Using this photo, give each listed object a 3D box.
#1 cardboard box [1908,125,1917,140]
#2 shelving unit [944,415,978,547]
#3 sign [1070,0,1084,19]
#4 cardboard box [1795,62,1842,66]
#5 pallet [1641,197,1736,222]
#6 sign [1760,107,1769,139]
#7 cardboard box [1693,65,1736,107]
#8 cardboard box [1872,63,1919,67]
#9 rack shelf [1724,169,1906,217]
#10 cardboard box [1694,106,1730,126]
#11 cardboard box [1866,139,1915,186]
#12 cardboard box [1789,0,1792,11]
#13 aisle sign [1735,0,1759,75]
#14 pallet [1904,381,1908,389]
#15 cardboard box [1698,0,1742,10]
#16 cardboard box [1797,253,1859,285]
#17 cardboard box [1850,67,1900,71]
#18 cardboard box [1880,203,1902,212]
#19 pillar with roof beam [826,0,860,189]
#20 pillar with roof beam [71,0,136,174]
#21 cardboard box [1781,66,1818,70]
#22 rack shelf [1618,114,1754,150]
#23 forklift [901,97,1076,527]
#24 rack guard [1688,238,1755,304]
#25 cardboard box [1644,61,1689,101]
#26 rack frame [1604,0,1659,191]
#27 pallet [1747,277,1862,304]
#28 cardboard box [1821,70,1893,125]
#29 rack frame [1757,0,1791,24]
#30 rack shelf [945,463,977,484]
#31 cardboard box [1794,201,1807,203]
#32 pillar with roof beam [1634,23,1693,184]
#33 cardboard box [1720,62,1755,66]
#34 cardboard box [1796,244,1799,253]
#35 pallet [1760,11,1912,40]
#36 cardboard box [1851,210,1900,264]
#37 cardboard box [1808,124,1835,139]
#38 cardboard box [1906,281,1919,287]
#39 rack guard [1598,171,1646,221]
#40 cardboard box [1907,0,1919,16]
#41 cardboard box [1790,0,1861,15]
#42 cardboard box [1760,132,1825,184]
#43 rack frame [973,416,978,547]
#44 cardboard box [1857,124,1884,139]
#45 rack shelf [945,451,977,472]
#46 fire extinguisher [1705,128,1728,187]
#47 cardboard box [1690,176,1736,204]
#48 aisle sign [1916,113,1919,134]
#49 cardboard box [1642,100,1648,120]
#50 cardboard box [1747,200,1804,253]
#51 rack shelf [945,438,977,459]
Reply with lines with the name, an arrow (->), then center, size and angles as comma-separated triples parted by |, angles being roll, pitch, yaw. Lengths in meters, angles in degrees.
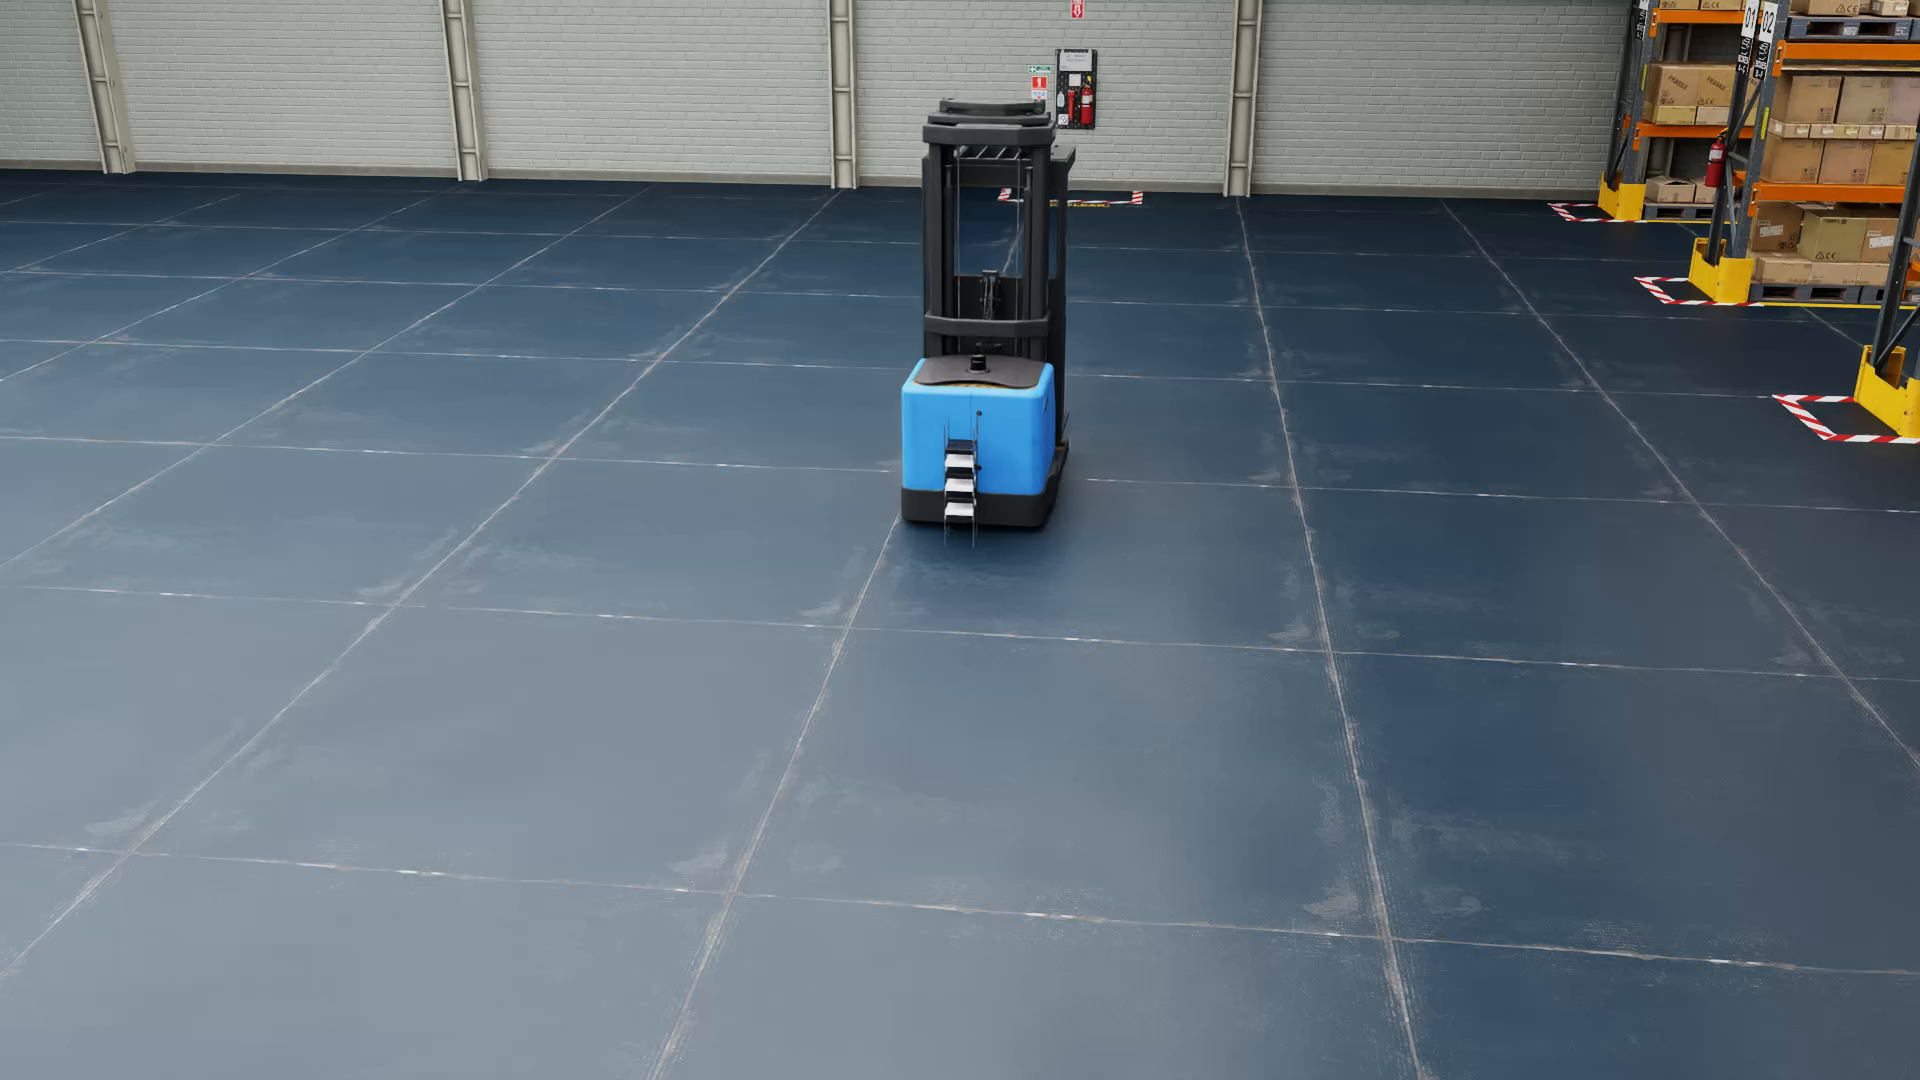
cardboard box -> 10.407, -4.462, 18.128 | 0.250, 0.149, 0.380 | 2, 22, 6
shelving unit -> 0.008, -0.418, 11.773 | 0.210, 0.900, 0.258 | 2, 22, 6
sign -> 1.735, -7.854, 24.573 | 0.199, 0.298, 0.001 | 2, 22, 6
cardboard box -> 11.865, -6.332, 23.034 | 0.500, 0.500, 0.500 | 3, 22, 8
pallet -> 10.220, -4.725, 23.604 | 1.213, 0.211, 1.003 | 2, 22, 6
sign -> 8.692, -4.501, 17.961 | 0.005, 0.325, 0.100 | 2, 22, 6
cardboard box -> 10.271, -6.206, 22.714 | 0.500, 0.500, 0.500 | 3, 22, 6
cardboard box -> 12.872, -6.285, 22.914 | 0.500, 0.500, 0.500 | 2, 22, 5
rack shelf -> 10.749, -3.843, 18.560 | 4.000, 0.370, 1.077 | 2, 22, 6
cardboard box -> 10.307, -5.858, 22.855 | 0.500, 0.250, 0.500 | 2, 22, 5
cardboard box -> 10.240, -4.241, 18.452 | 0.500, 0.500, 0.700 | 3, 22, 7
cardboard box -> 11.225, -7.345, 22.197 | 0.500, 0.500, 0.500 | 4, 22, 10
aisle sign -> 8.732, -5.583, 18.447 | 0.004, 0.787, 0.394 | 2, 22, 6
pallet -> 9.064, -1.136, 14.526 | 1.213, 0.211, 1.003 | 2, 22, 6
cardboard box -> 10.174, -7.382, 22.289 | 0.500, 0.500, 0.500 | 4, 22, 10
cardboard box -> 9.766, -3.056, 18.759 | 0.500, 0.250, 0.500 | 2, 22, 6
cardboard box -> 12.312, -6.115, 22.485 | 0.500, 0.500, 0.500 | 2, 22, 6
cardboard box -> 10.822, -3.555, 19.001 | 0.500, 0.500, 0.500 | 2, 22, 6
pillar with roof beam -> -2.284, -8.096, 20.178 | 0.400, 9.000, 9.100 | 2, 22, 6
pillar with roof beam -> -14.201, -8.615, 21.492 | 0.400, 9.000, 9.100 | 2, 22, 6
cardboard box -> 11.297, -6.163, 22.607 | 0.500, 0.500, 0.500 | 3, 22, 8
rack shelf -> 11.329, -5.652, 23.135 | 4.000, 0.370, 1.077 | 2, 22, 6
forklift -> 0.295, -1.965, 12.924 | 1.130, 2.935, 3.031 | 3, 22, 8
rack guard -> 8.739, -3.103, 19.109 | 0.348, 0.500, 1.175 | 2, 22, 6
cardboard box -> 9.836, -6.419, 23.252 | 0.500, 0.500, 0.500 | 2, 22, 6
rack frame -> 9.342, -6.073, 23.221 | 0.127, 3.000, 1.000 | 2, 22, 6
pallet -> 9.527, -2.950, 19.114 | 1.213, 0.211, 1.003 | 2, 22, 6
cardboard box -> 9.801, -4.866, 18.268 | 0.500, 0.500, 0.700 | 2, 22, 5
rack frame -> 8.763, -7.054, 17.543 | 0.127, 3.000, 1.000 | 2, 22, 6
rack shelf -> 0.008, -0.471, 11.753 | 0.200, 0.077, 0.258 | 2, 22, 6
cardboard box -> 11.729, -4.855, 23.420 | 0.250, 0.149, 0.380 | 1, 22, 2
pillar with roof beam -> 9.633, -7.577, 18.865 | 0.400, 9.000, 9.100 | 2, 22, 6
cardboard box -> 10.848, -6.372, 23.135 | 0.500, 0.500, 0.500 | 2, 22, 5
cardboard box -> 9.828, -3.248, 19.245 | 0.500, 0.250, 0.500 | 2, 22, 6
pallet -> 9.462, -5.578, 18.010 | 1.213, 0.211, 1.003 | 2, 22, 6
cardboard box -> 10.264, -3.387, 18.577 | 0.500, 0.500, 0.500 | 2, 22, 6
cardboard box -> 9.390, -4.506, 18.240 | 0.250, 0.149, 0.380 | 2, 22, 5
cardboard box -> 10.759, -3.011, 18.645 | 0.500, 0.250, 0.500 | 2, 22, 6
rack guard -> 9.418, -4.907, 23.673 | 0.348, 0.500, 1.175 | 2, 22, 6
cardboard box -> 10.380, -5.795, 17.539 | 0.500, 0.500, 0.500 | 2, 22, 6
cardboard box -> 9.333, -5.941, 17.906 | 0.637, 0.503, 0.797 | 4, 22, 10
cardboard box -> 9.225, -4.286, 18.565 | 0.500, 0.500, 0.700 | 3, 22, 6
rack frame -> 0.109, -0.414, 11.762 | 0.006, 0.900, 0.240 | 2, 22, 6
cardboard box -> 9.888, -4.483, 18.182 | 0.250, 0.149, 0.380 | 2, 22, 5
rack shelf -> 0.008, -0.555, 11.720 | 0.200, 0.077, 0.258 | 2, 22, 6
fire extinguisher -> 8.700, -4.403, 19.102 | 0.183, 0.674, 0.296 | 2, 22, 6
cardboard box -> 10.585, -4.940, 23.414 | 0.500, 0.311, 0.500 | 4, 22, 11
aisle sign -> 8.140, -3.777, 13.877 | 0.004, 0.787, 0.394 | 2, 22, 6
cardboard box -> 9.829, -6.063, 23.373 | 0.500, 0.250, 0.500 | 3, 22, 7
cardboard box -> 9.331, -3.615, 19.153 | 0.500, 0.500, 0.500 | 2, 22, 6
rack shelf -> 0.008, -0.638, 11.686 | 0.200, 0.077, 0.258 | 2, 22, 6
